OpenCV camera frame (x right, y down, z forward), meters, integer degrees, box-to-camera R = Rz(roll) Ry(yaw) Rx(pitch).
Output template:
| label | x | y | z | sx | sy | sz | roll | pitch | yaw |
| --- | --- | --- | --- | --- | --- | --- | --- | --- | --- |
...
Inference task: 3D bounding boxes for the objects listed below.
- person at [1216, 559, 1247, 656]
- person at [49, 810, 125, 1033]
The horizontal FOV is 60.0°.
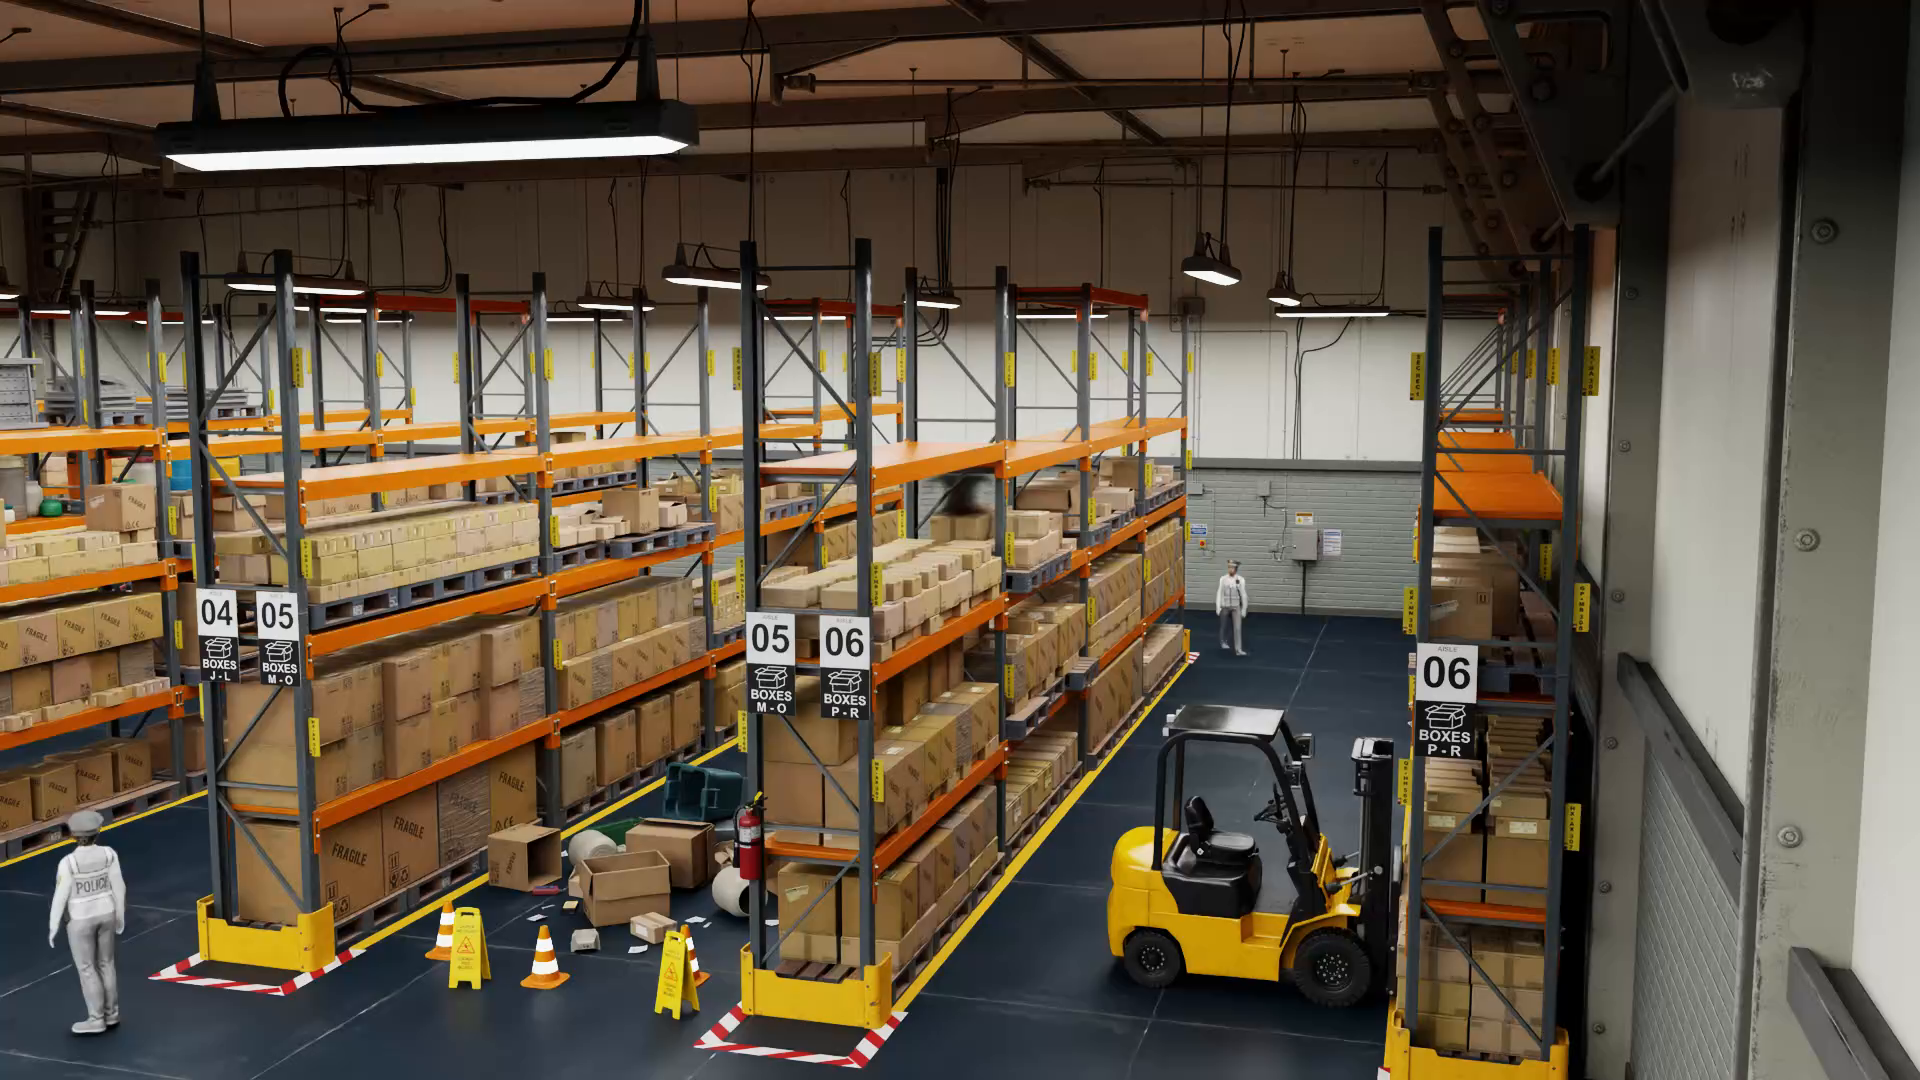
| label | x | y | z | sx | sy | sz | roll | pitch | yaw |
| --- | --- | --- | --- | --- | --- | --- | --- | --- | --- |
| person | 4.678 | 1.139 | 28.619 | 0.527 | 1.632 | 1.004 | 1 | 6 | 6 |
| person | -6.654 | 2.925 | 12.694 | 0.373 | 1.713 | 0.537 | 4 | 8 | 33 |
